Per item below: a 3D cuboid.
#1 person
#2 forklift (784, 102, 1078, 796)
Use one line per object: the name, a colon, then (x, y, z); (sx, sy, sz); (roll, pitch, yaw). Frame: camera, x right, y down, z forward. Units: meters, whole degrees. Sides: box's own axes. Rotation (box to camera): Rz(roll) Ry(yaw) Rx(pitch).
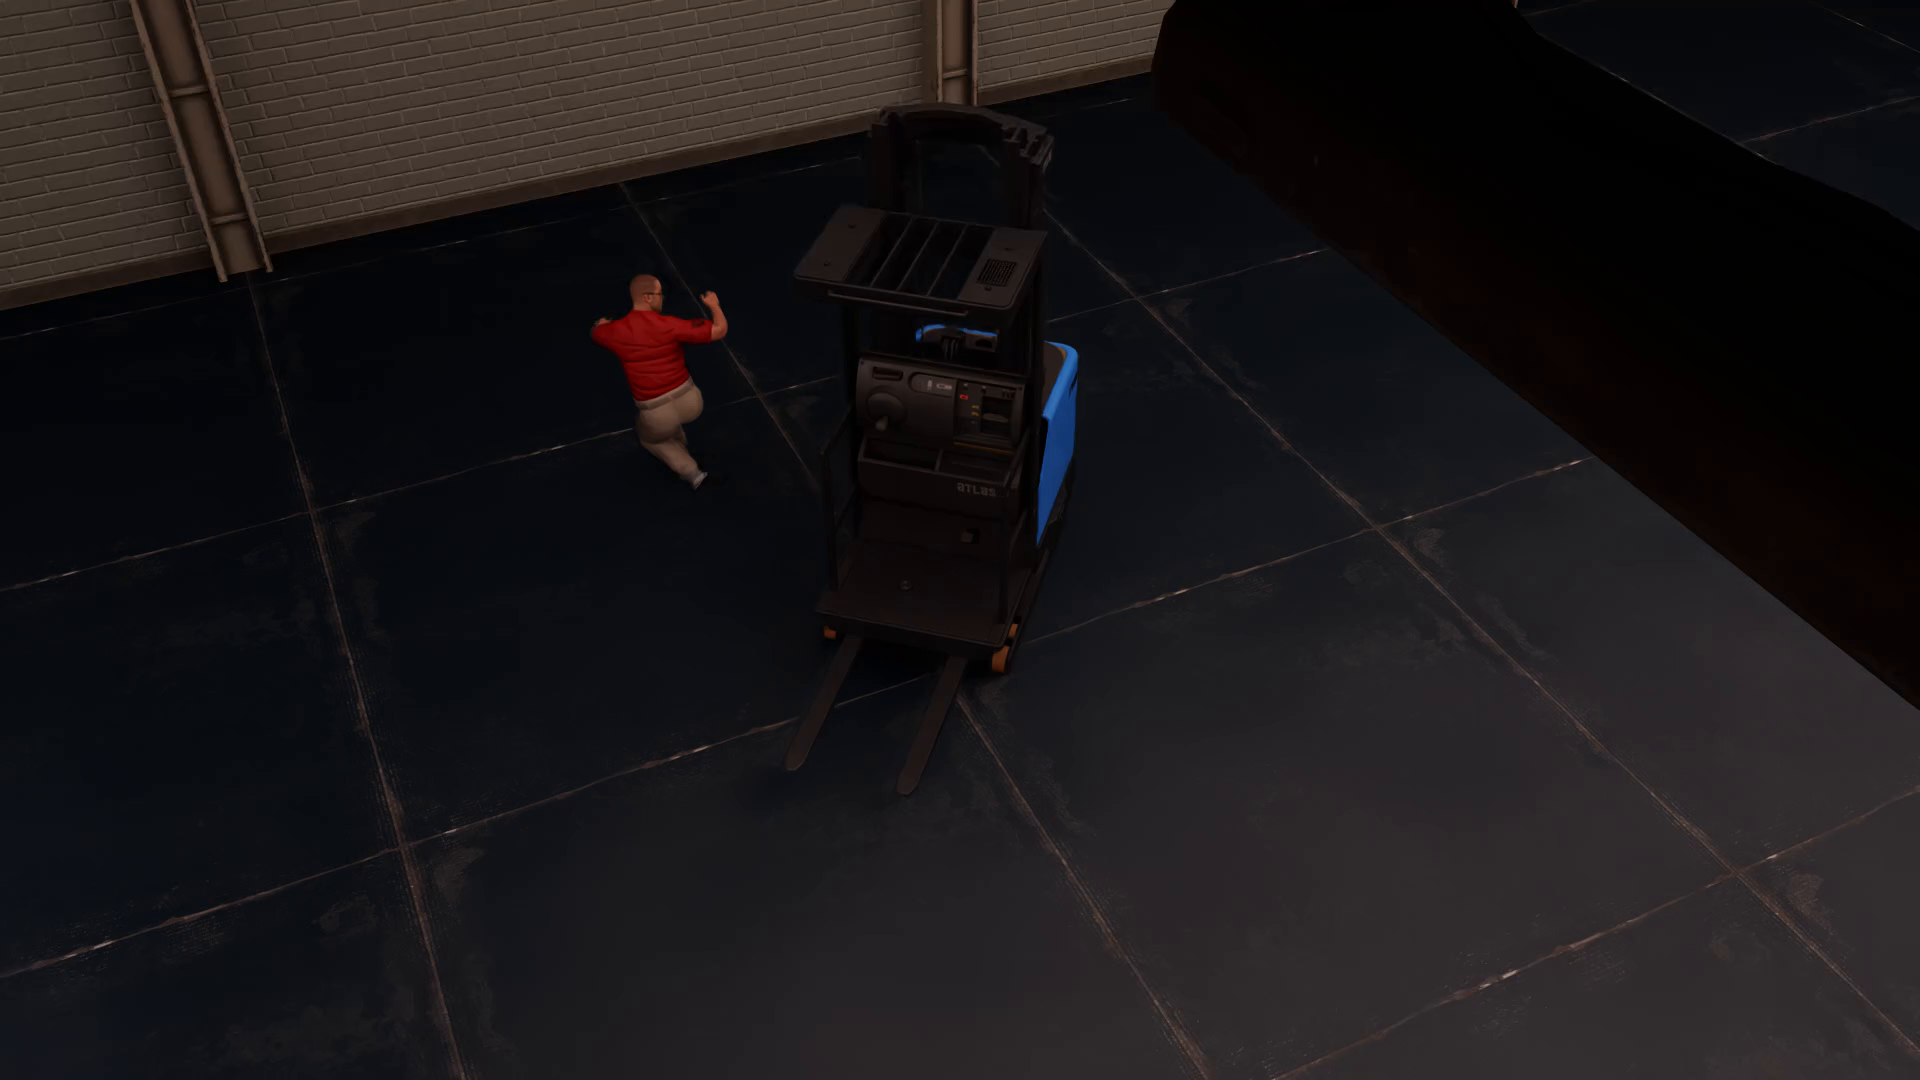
person: (-1.862, -1.066, 10.468); (0.807, 1.469, 1.107); (-18, 43, -20)
forklift: (-0.167, -0.654, 8.800); (1.130, 2.935, 3.031); (10, 41, 12)
